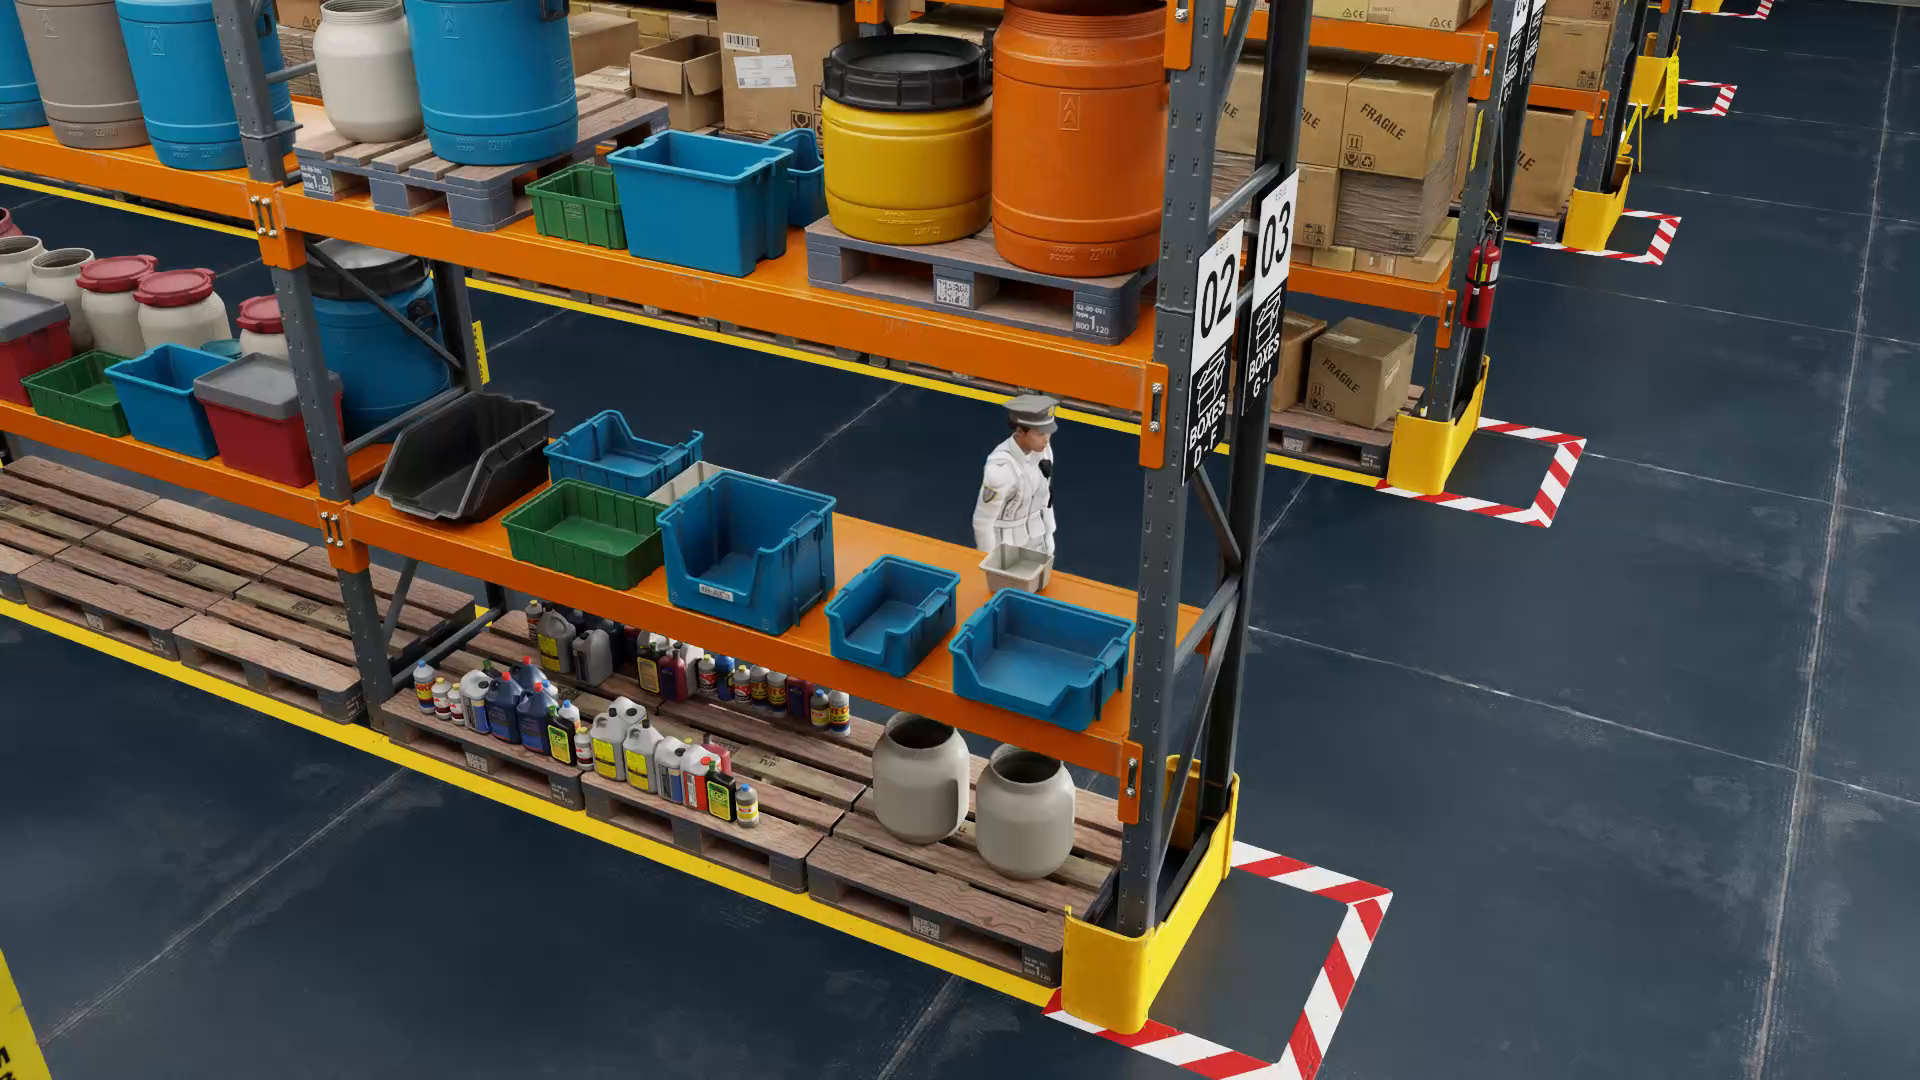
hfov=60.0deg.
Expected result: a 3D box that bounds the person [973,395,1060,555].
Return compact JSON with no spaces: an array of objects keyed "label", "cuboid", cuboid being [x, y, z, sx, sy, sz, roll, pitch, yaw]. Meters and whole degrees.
[{"label":"person","cuboid":[0.294,0.054,8.190,0.416,1.662,0.543,25,38,36]}]
